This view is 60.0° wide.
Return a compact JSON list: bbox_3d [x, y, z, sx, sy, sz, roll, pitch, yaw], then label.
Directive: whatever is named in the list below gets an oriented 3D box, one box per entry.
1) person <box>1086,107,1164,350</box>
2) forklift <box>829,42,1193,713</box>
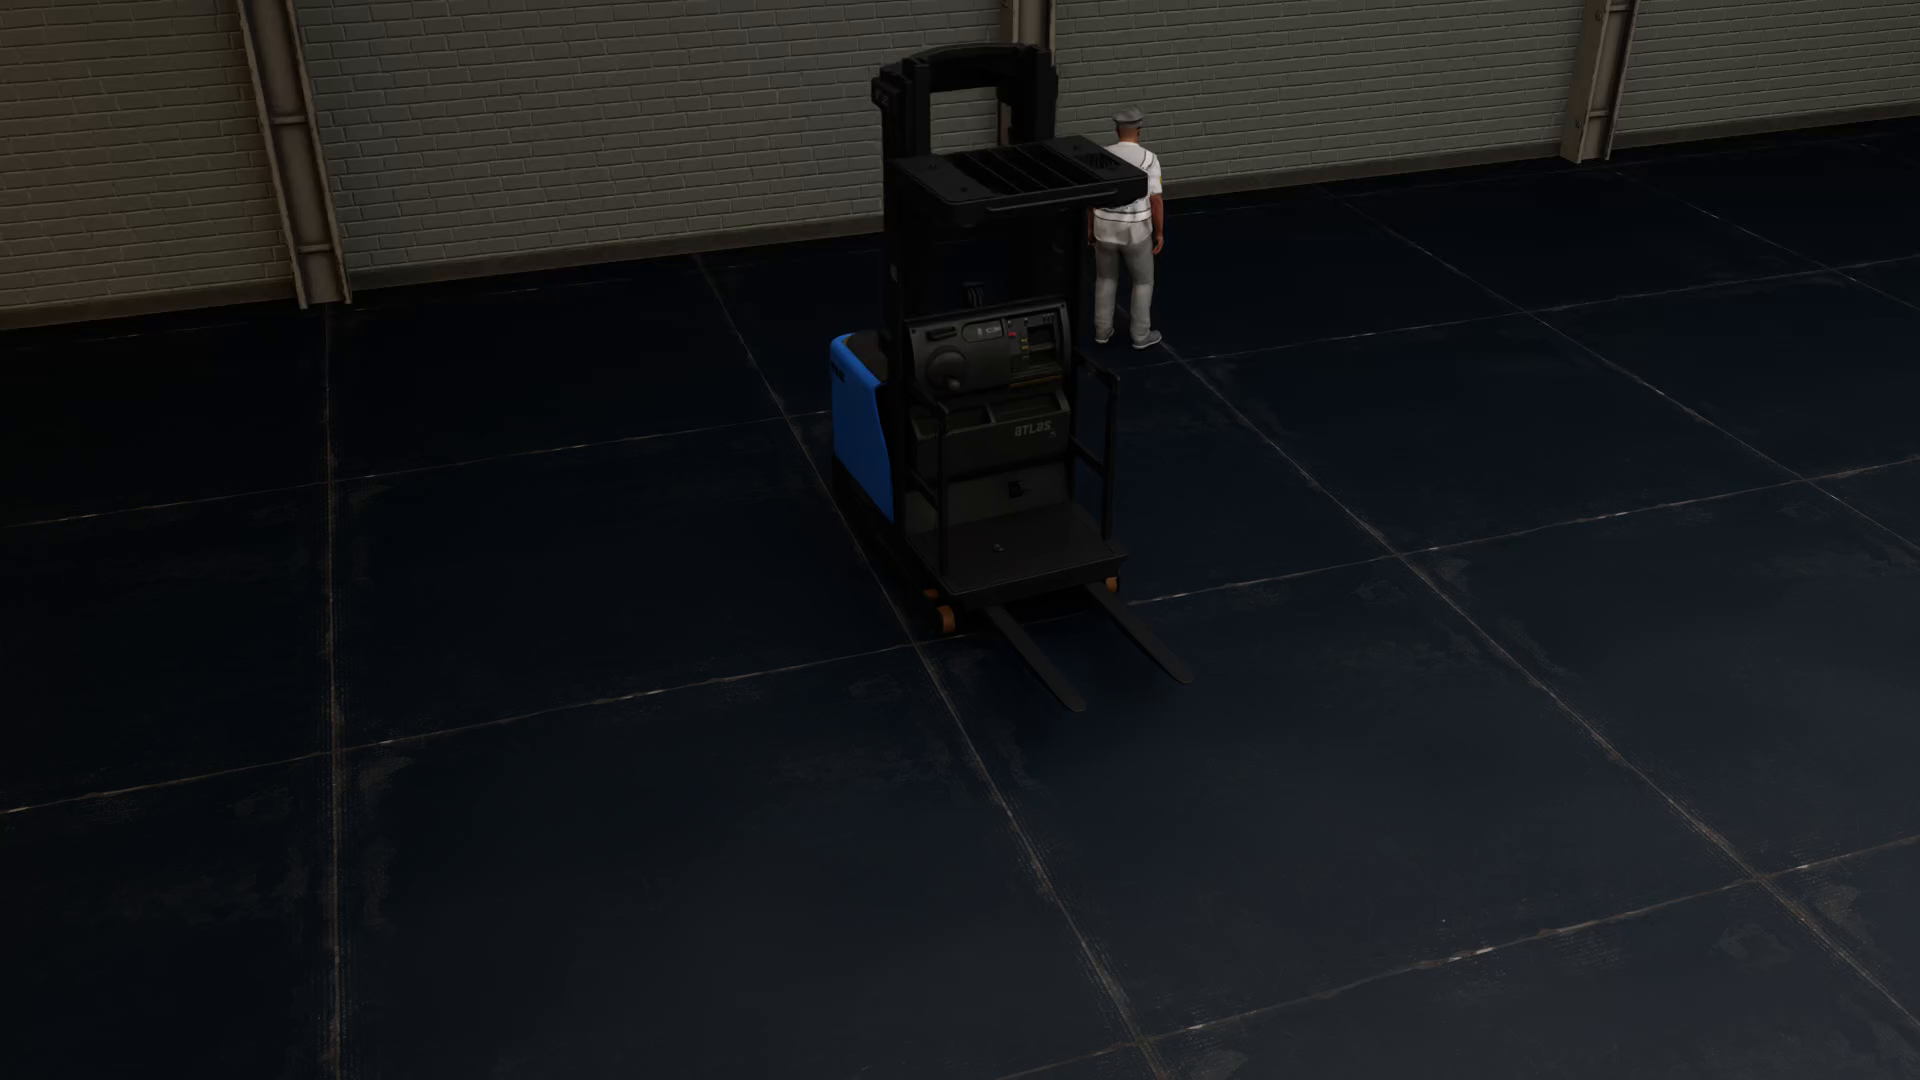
[{"bbox_3d":[1.205,-2.261,12.202,0.592,1.746,0.442,11,32,18],"label":"person"},{"bbox_3d":[0.256,-0.993,8.813,1.130,2.935,3.031,-12,32,-20],"label":"forklift"}]
